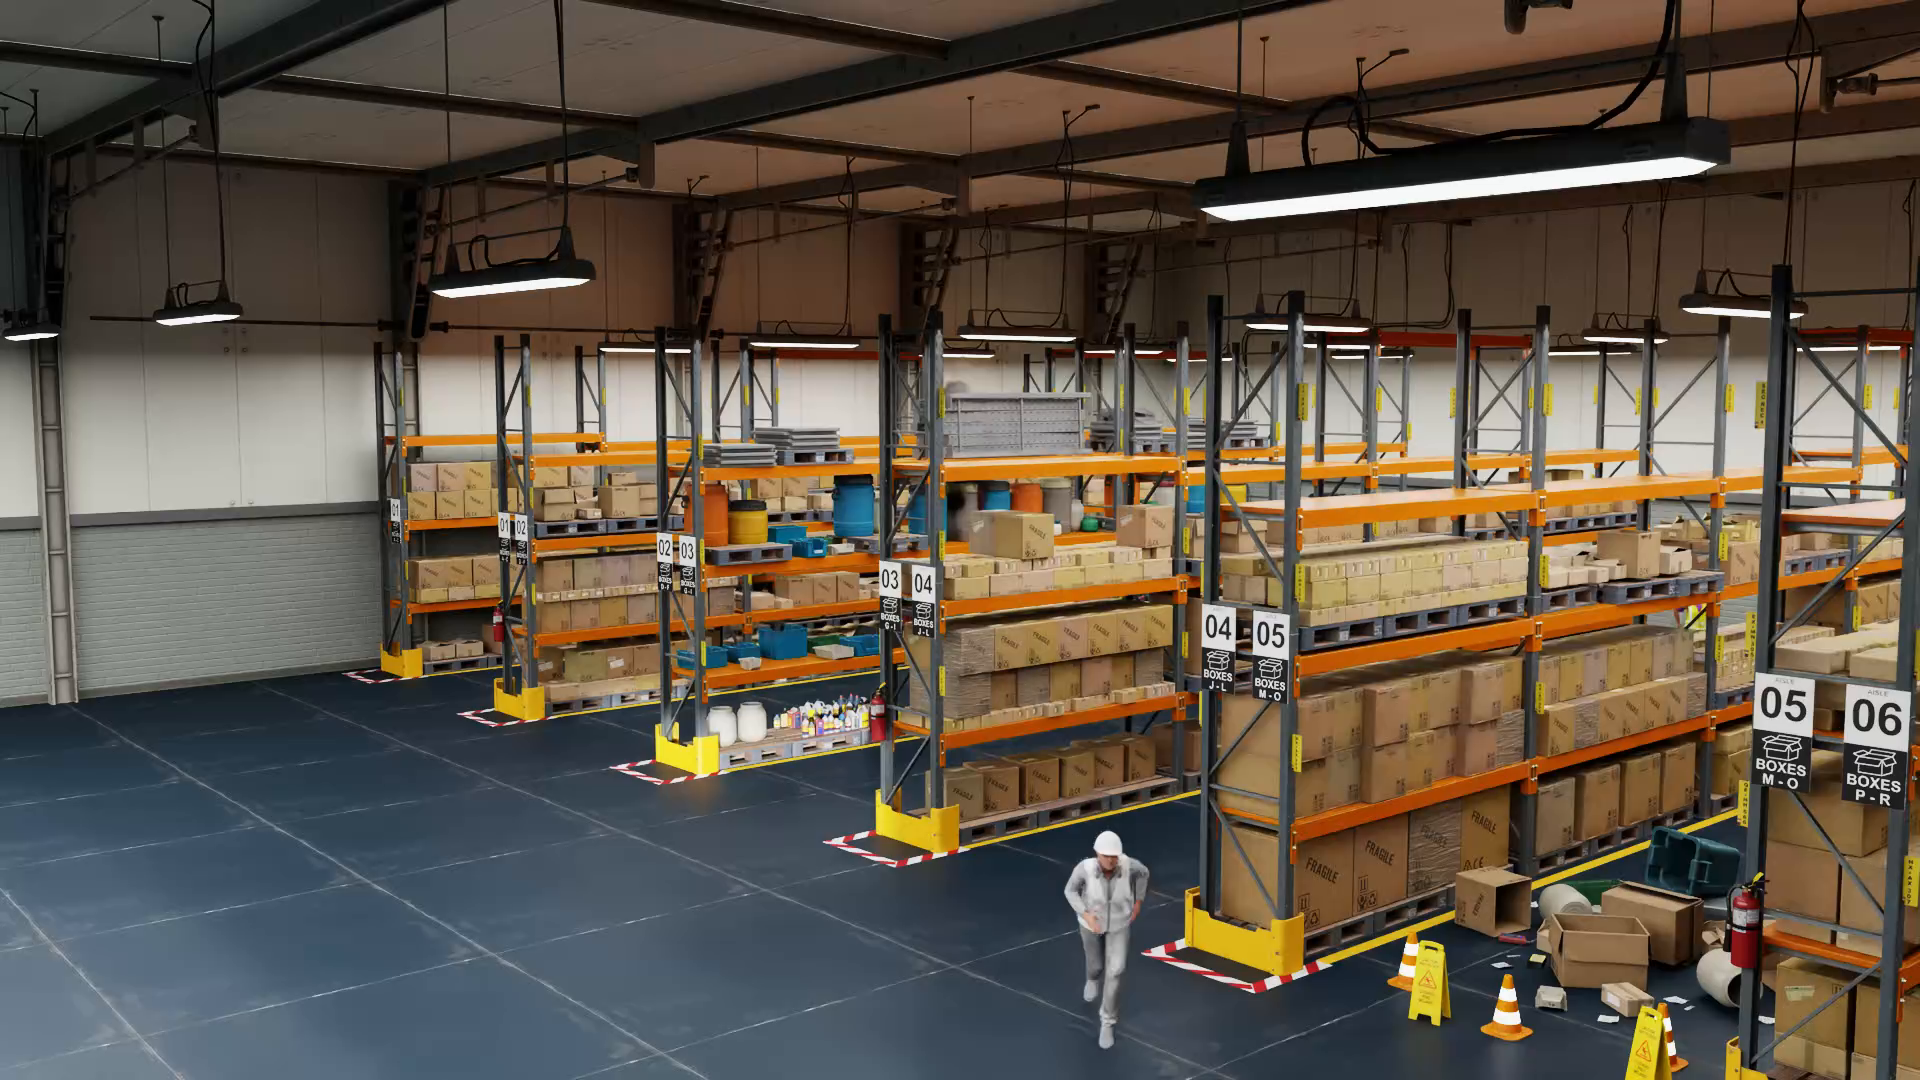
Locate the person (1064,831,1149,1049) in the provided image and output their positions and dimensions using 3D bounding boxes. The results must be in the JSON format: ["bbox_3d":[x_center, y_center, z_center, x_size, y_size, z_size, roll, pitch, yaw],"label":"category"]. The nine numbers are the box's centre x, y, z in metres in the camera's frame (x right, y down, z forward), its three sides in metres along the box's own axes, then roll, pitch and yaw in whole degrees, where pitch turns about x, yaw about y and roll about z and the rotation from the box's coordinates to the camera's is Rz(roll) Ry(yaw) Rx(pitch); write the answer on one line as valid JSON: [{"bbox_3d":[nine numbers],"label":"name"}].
[{"bbox_3d":[1.170,3.117,13.455,0.695,1.731,1.044,0,5,-4],"label":"person"}]

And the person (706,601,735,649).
[{"bbox_3d":[-4.529,1.493,30.428,0.653,1.809,0.917,4,7,40],"label":"person"}]

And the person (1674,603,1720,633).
[{"bbox_3d":[13.043,1.624,29.409,0.740,1.761,0.880,1,5,11],"label":"person"}]
